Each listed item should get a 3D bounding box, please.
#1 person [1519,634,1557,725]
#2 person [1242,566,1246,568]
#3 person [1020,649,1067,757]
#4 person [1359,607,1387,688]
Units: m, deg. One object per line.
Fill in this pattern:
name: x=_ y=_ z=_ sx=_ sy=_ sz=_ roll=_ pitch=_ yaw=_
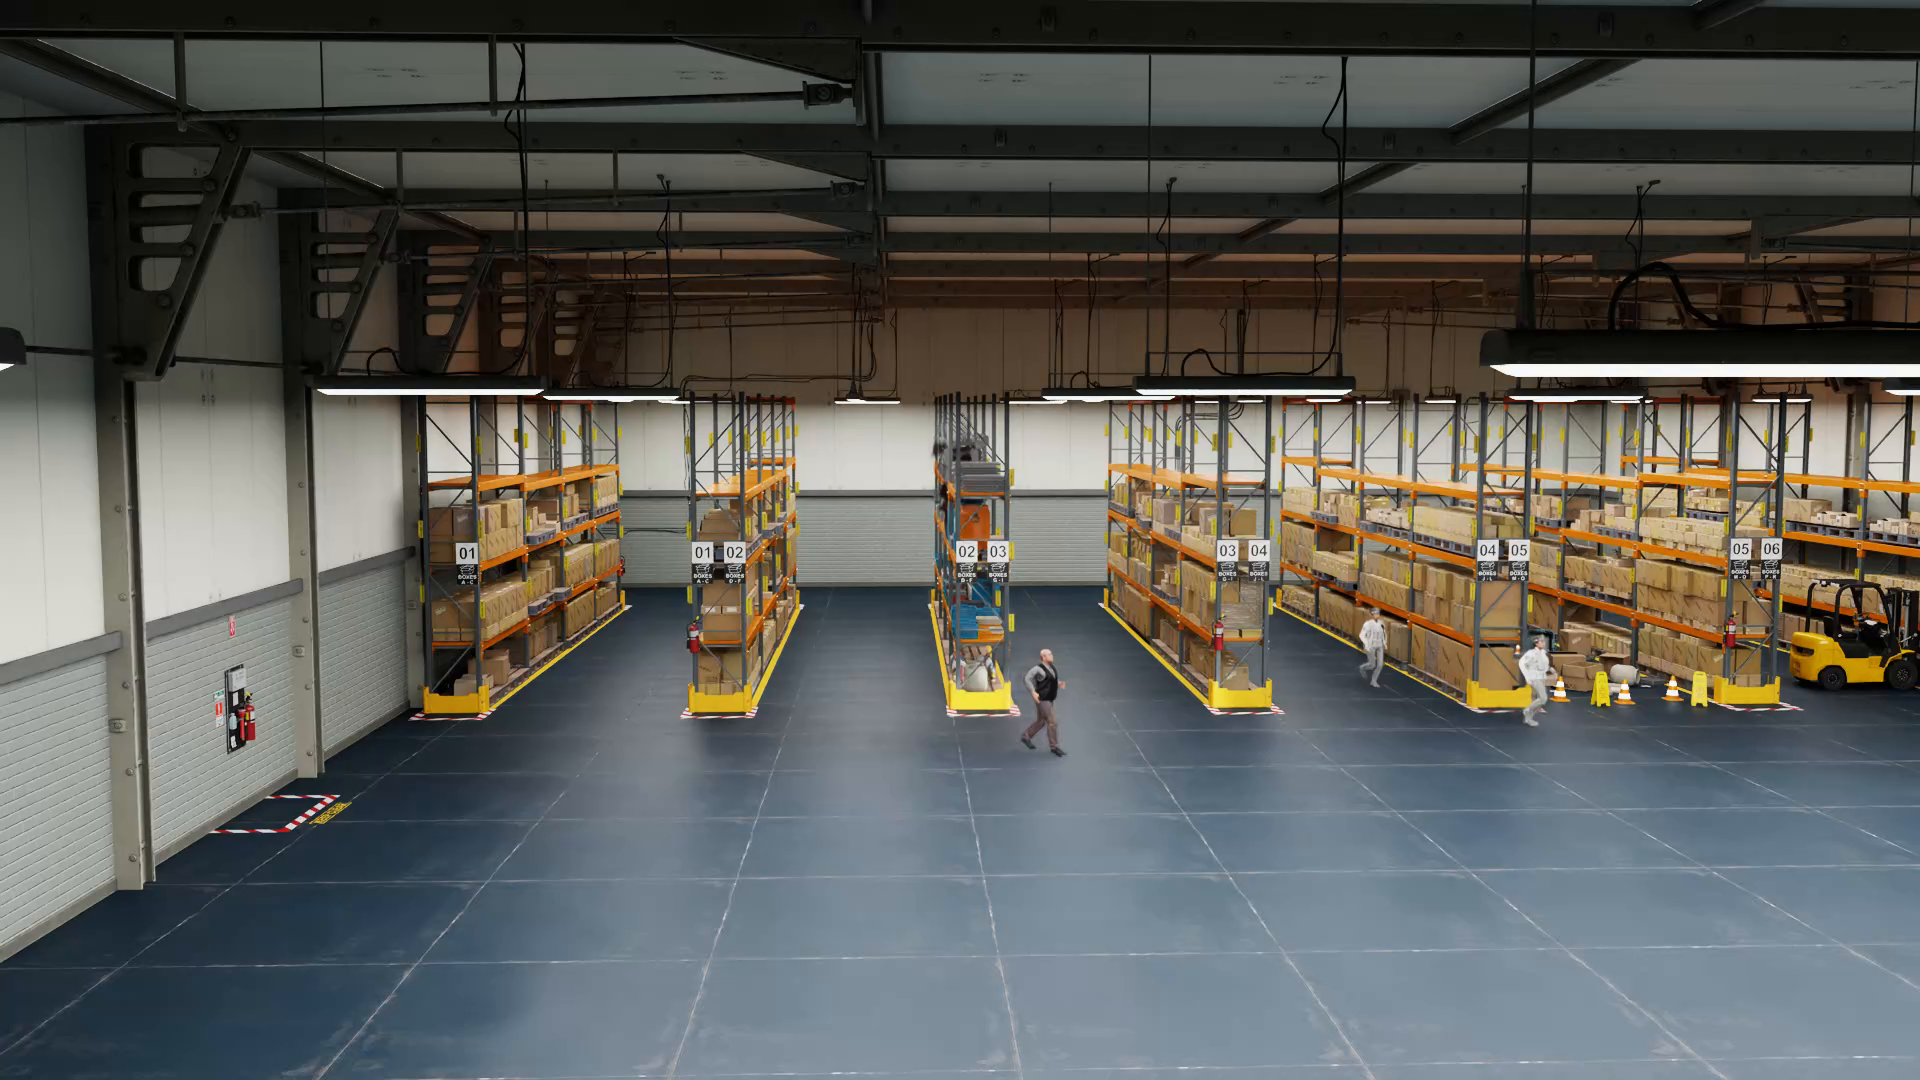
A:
person: x=10.384 y=2.504 z=29.781 sx=0.623 sy=1.662 sz=0.558 roll=-4 pitch=6 yaw=-40
person: x=7.909 y=1.100 z=47.721 sx=0.646 sy=1.610 sz=0.527 roll=3 pitch=5 yaw=31
person: x=1.389 y=2.661 z=27.430 sx=0.879 sy=1.739 sz=0.653 roll=2 pitch=5 yaw=25
person: x=8.473 y=2.177 z=34.132 sx=0.603 sy=1.648 sz=0.593 roll=-1 pitch=5 yaw=-14
